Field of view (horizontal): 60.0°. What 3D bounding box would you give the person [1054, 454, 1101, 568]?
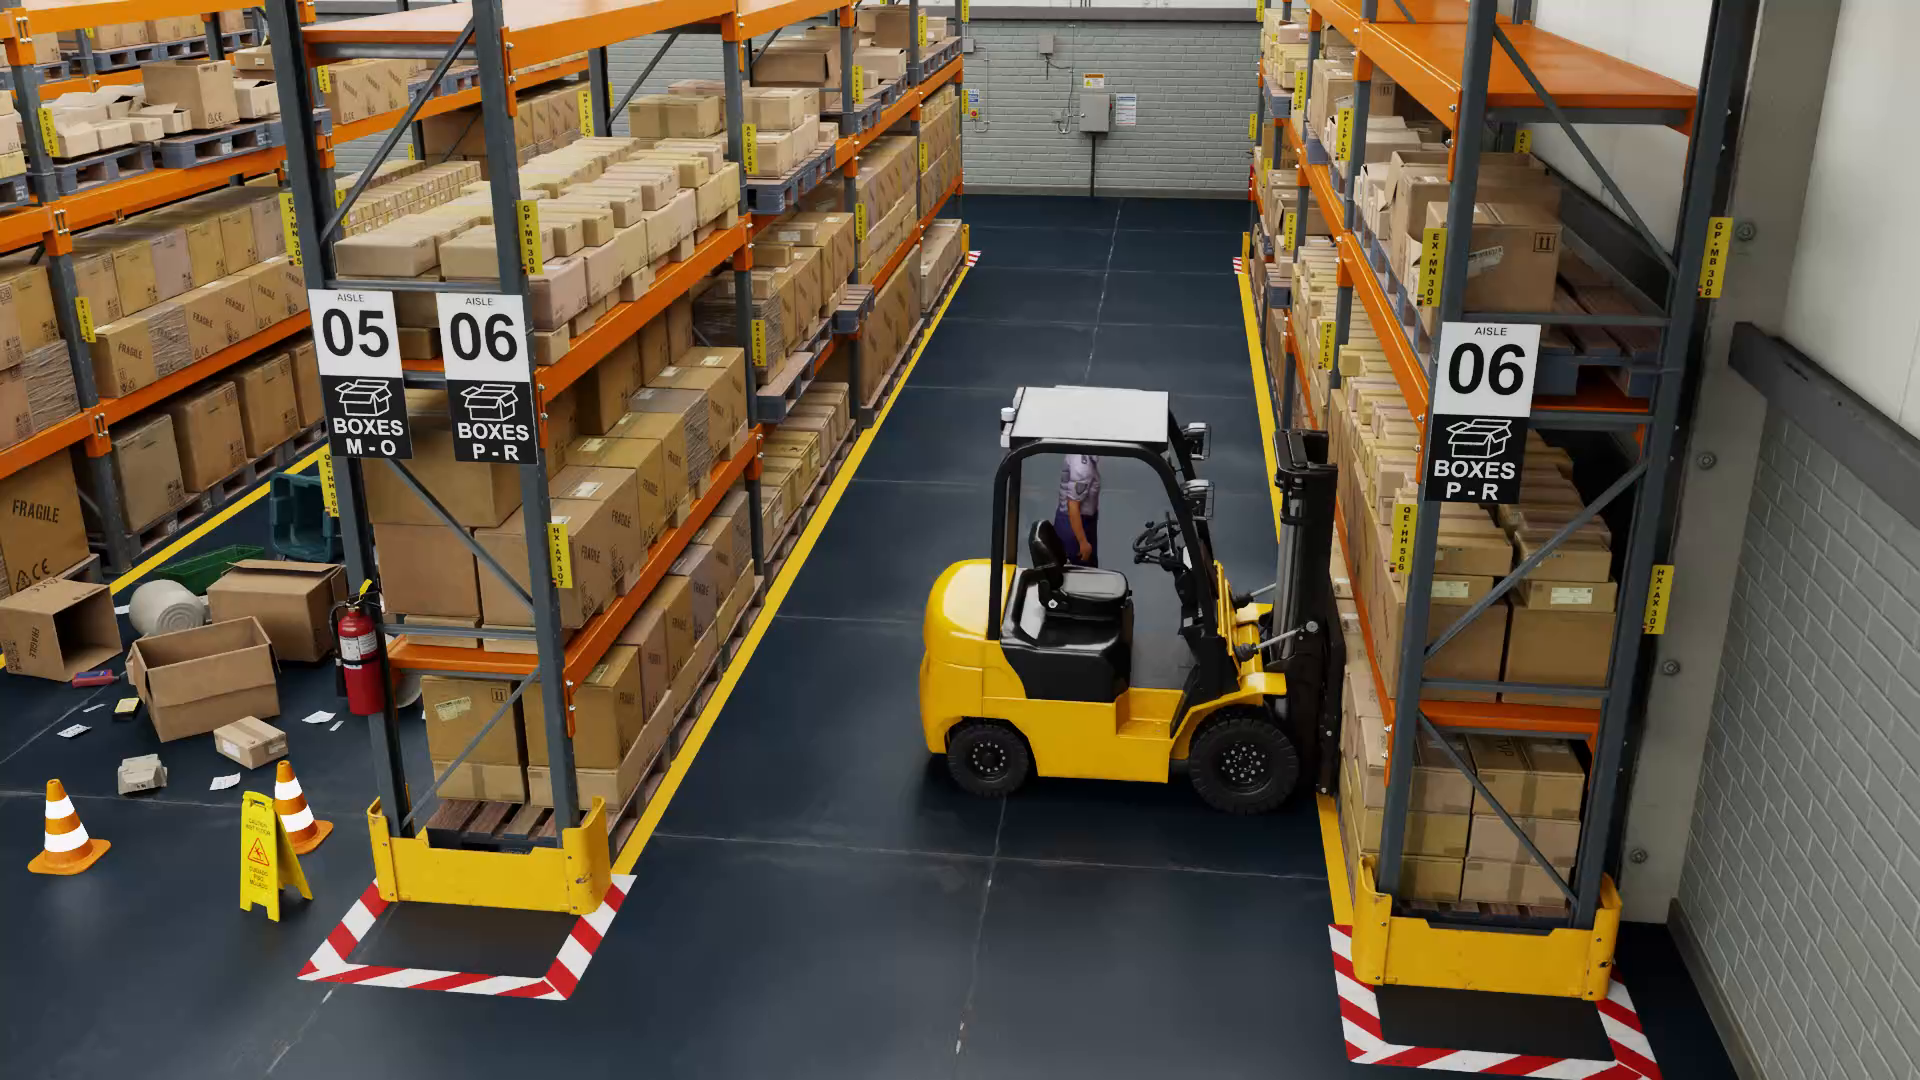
[{"bbox_3d":[0.810,-0.046,11.211,0.371,1.652,0.538,3,21,7],"label":"person"}]
